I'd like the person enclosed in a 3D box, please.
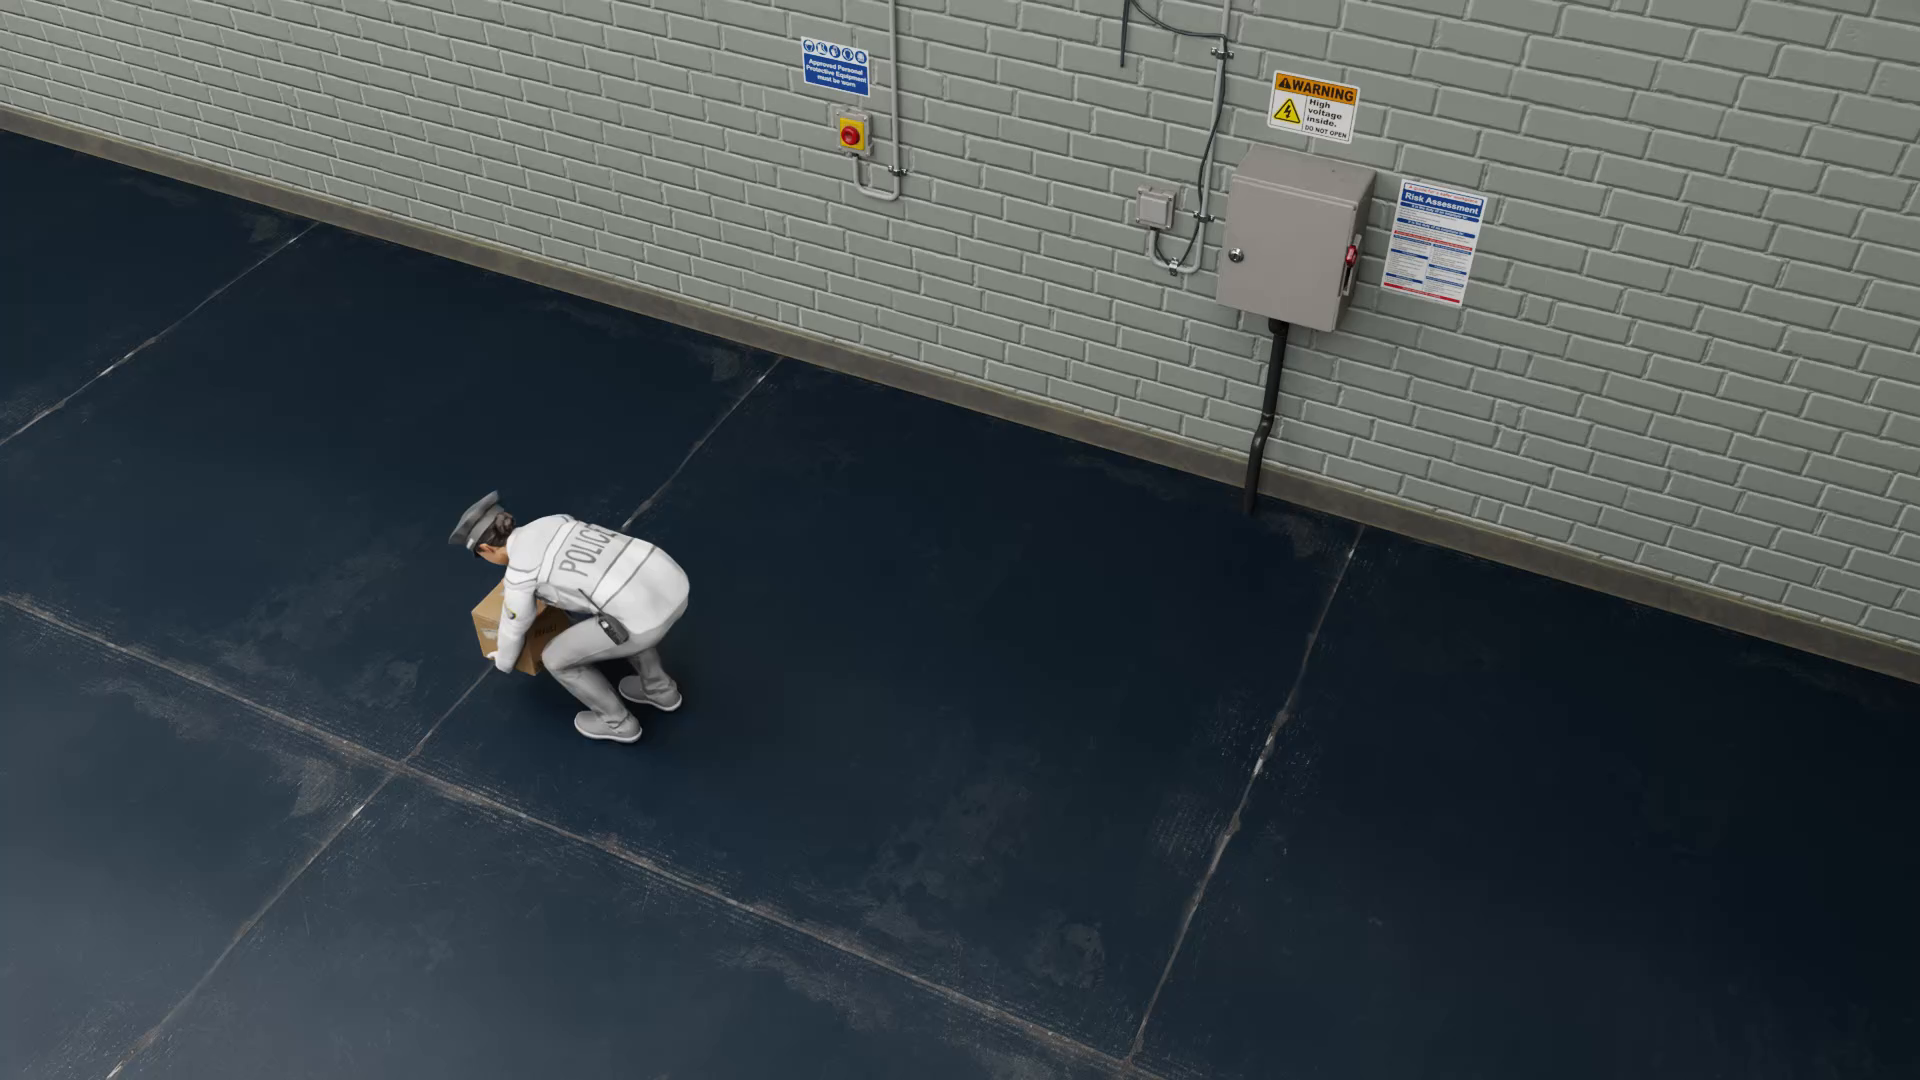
[{"bbox_3d":[-1.426,0.313,6.339,0.863,0.963,0.454,15,44,16],"label":"person"}]
